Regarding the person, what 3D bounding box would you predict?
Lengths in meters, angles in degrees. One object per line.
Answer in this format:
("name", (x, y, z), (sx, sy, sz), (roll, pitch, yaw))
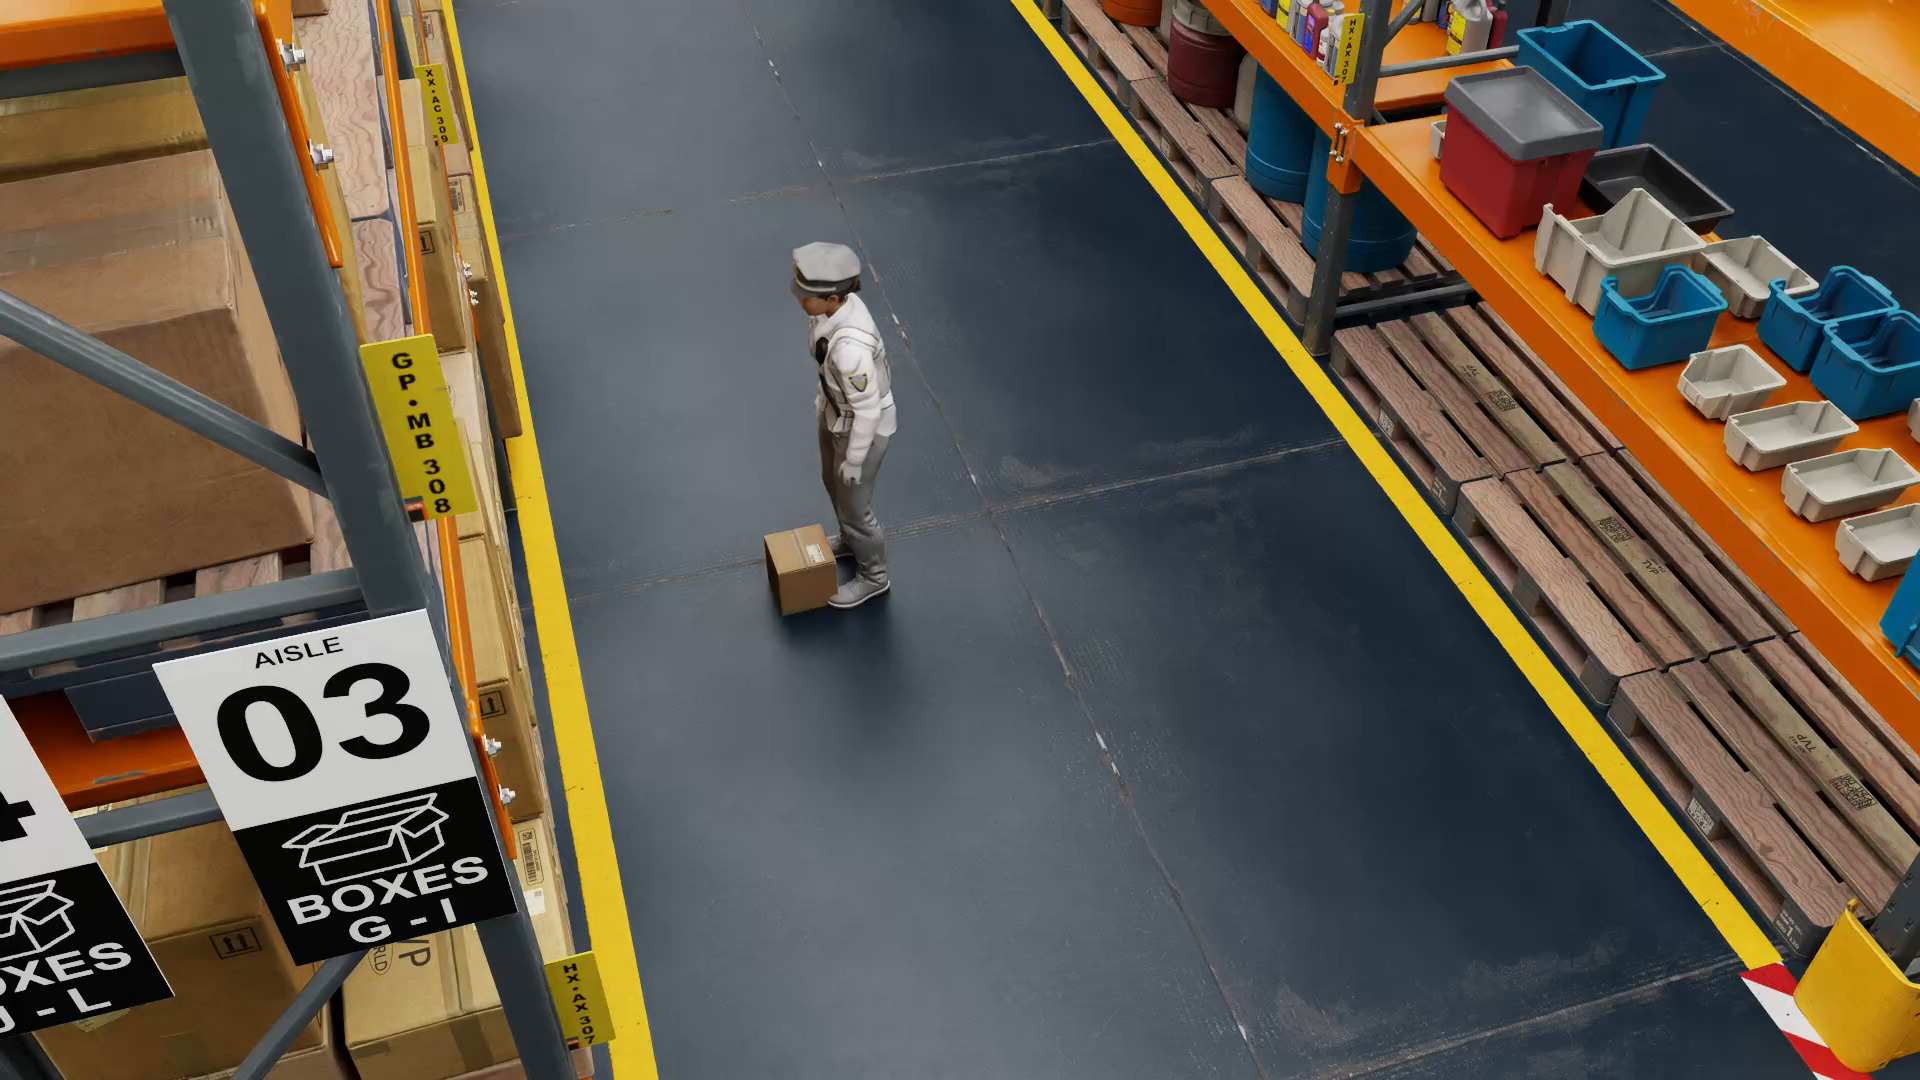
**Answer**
("person", (-0.450, -0.450, 6.649), (0.372, 1.664, 0.528), (-12, 44, -13))
